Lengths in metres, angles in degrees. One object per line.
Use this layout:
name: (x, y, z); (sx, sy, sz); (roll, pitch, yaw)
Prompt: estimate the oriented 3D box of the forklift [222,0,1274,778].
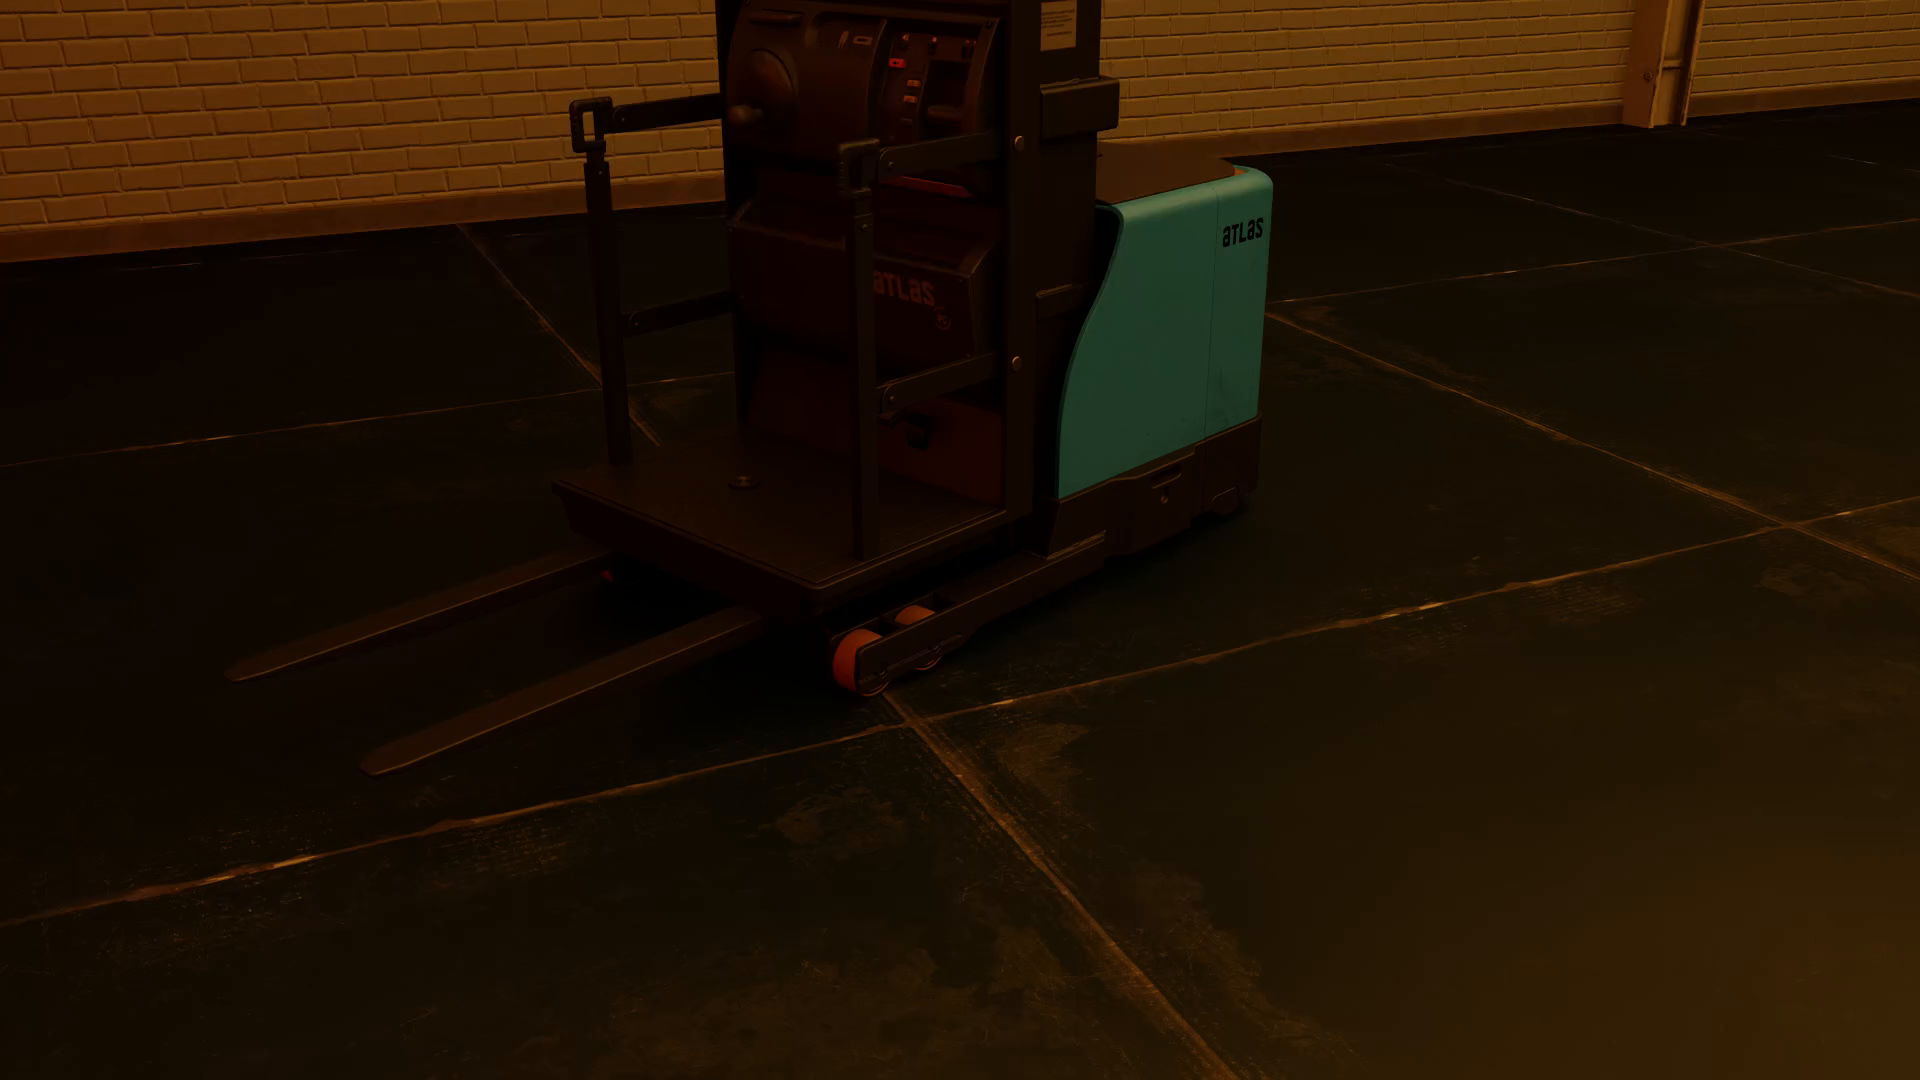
forklift: (-0.413, -1.182, 4.131); (1.130, 2.935, 3.031); (19, 29, 39)
